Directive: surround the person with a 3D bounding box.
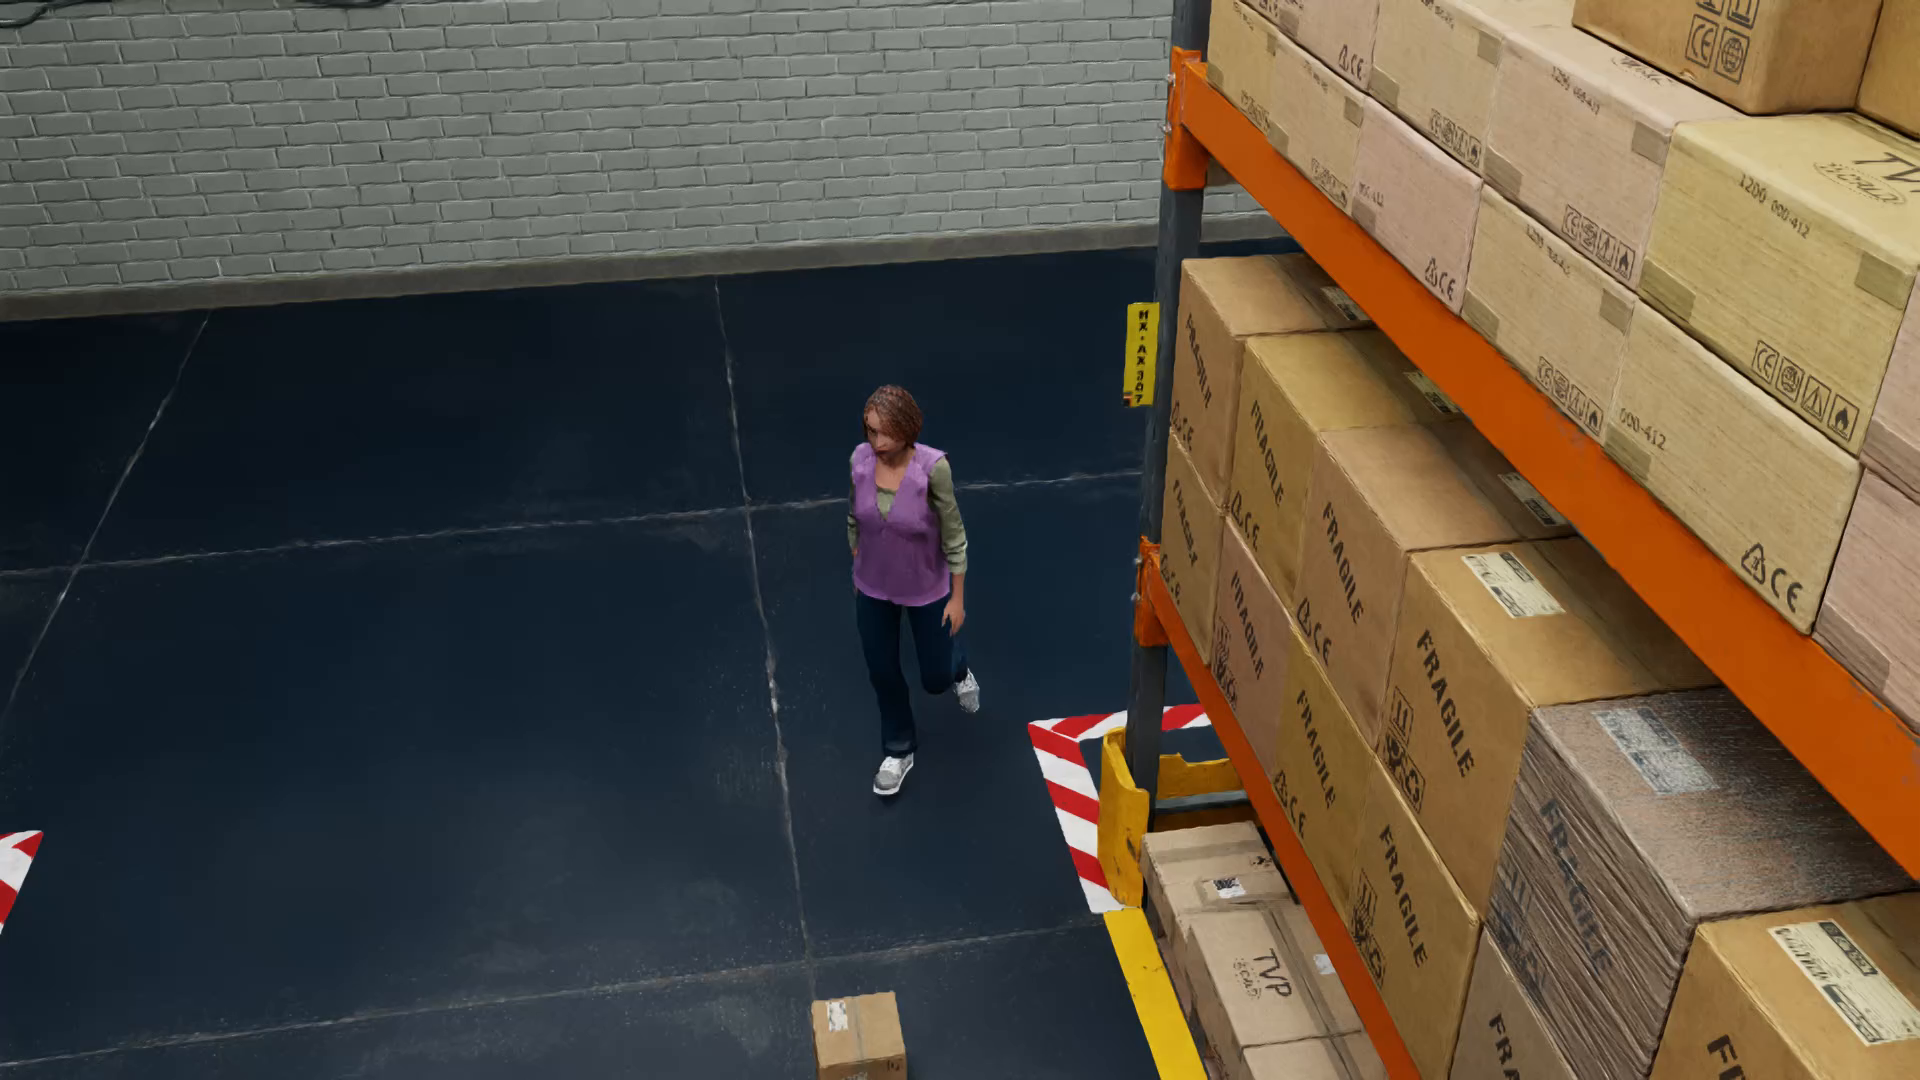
[{"bbox_3d":[-0.160,0.128,5.897,0.448,1.578,0.624,9,32,15],"label":"person"}]
